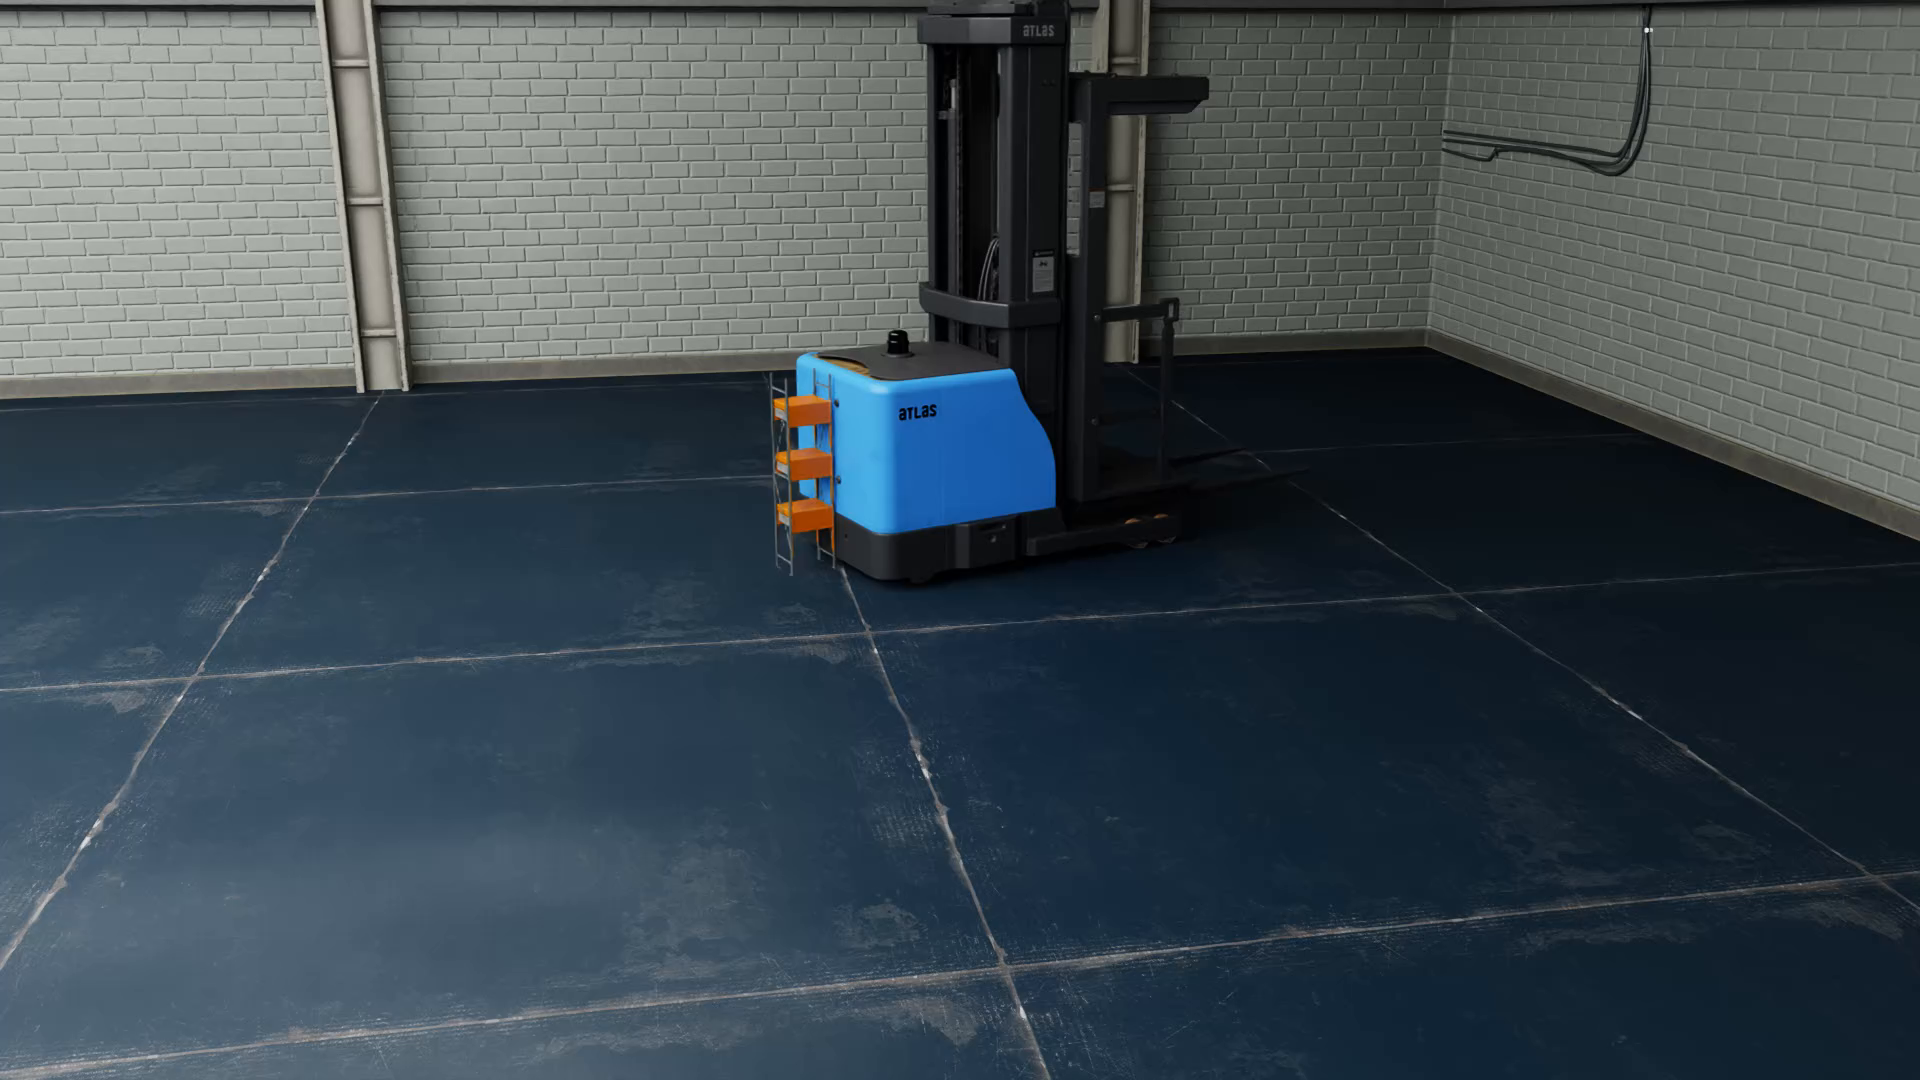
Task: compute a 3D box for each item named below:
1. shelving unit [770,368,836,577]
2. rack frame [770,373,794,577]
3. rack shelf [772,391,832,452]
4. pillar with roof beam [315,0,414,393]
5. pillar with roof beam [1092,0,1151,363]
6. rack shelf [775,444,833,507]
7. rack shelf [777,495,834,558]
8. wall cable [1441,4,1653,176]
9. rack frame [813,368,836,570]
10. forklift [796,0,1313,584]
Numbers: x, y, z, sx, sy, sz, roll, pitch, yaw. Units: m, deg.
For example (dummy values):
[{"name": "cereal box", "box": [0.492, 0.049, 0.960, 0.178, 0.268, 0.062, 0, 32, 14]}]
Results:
[{"name": "shelving unit", "box": [-0.817, -0.350, 8.664, 0.252, 1.050, 0.215, -10, 20, -29]}, {"name": "rack frame", "box": [-0.922, -0.332, 8.605, 0.008, 1.050, 0.200, -10, 20, -29]}, {"name": "rack shelf", "box": [-0.817, -0.611, 8.584, 0.240, 0.259, 0.215, -10, 20, -29]}, {"name": "pillar with roof beam", "box": [-3.763, -4.276, 7.906, 0.400, 9.000, 9.100, -3, 17, -10]}, {"name": "pillar with roof beam", "box": [2.128, -4.610, 8.994, 0.400, 9.000, 9.100, -3, 17, -10]}, {"name": "rack shelf", "box": [-0.817, -0.340, 8.667, 0.240, 0.259, 0.215, -10, 20, -29]}, {"name": "rack shelf", "box": [-0.817, -0.074, 8.749, 0.240, 0.259, 0.215, -10, 20, -29]}, {"name": "wall cable", "box": [4.455, -4.149, 12.783, 0.112, 2.526, 3.097, -3, 17, -10]}, {"name": "rack frame", "box": [-0.712, -0.368, 8.723, 0.008, 1.050, 0.200, -10, 20, -29]}, {"name": "forklift", "box": [0.639, -1.475, 9.123, 3.031, 2.935, 1.130, -10, 20, -29]}]
